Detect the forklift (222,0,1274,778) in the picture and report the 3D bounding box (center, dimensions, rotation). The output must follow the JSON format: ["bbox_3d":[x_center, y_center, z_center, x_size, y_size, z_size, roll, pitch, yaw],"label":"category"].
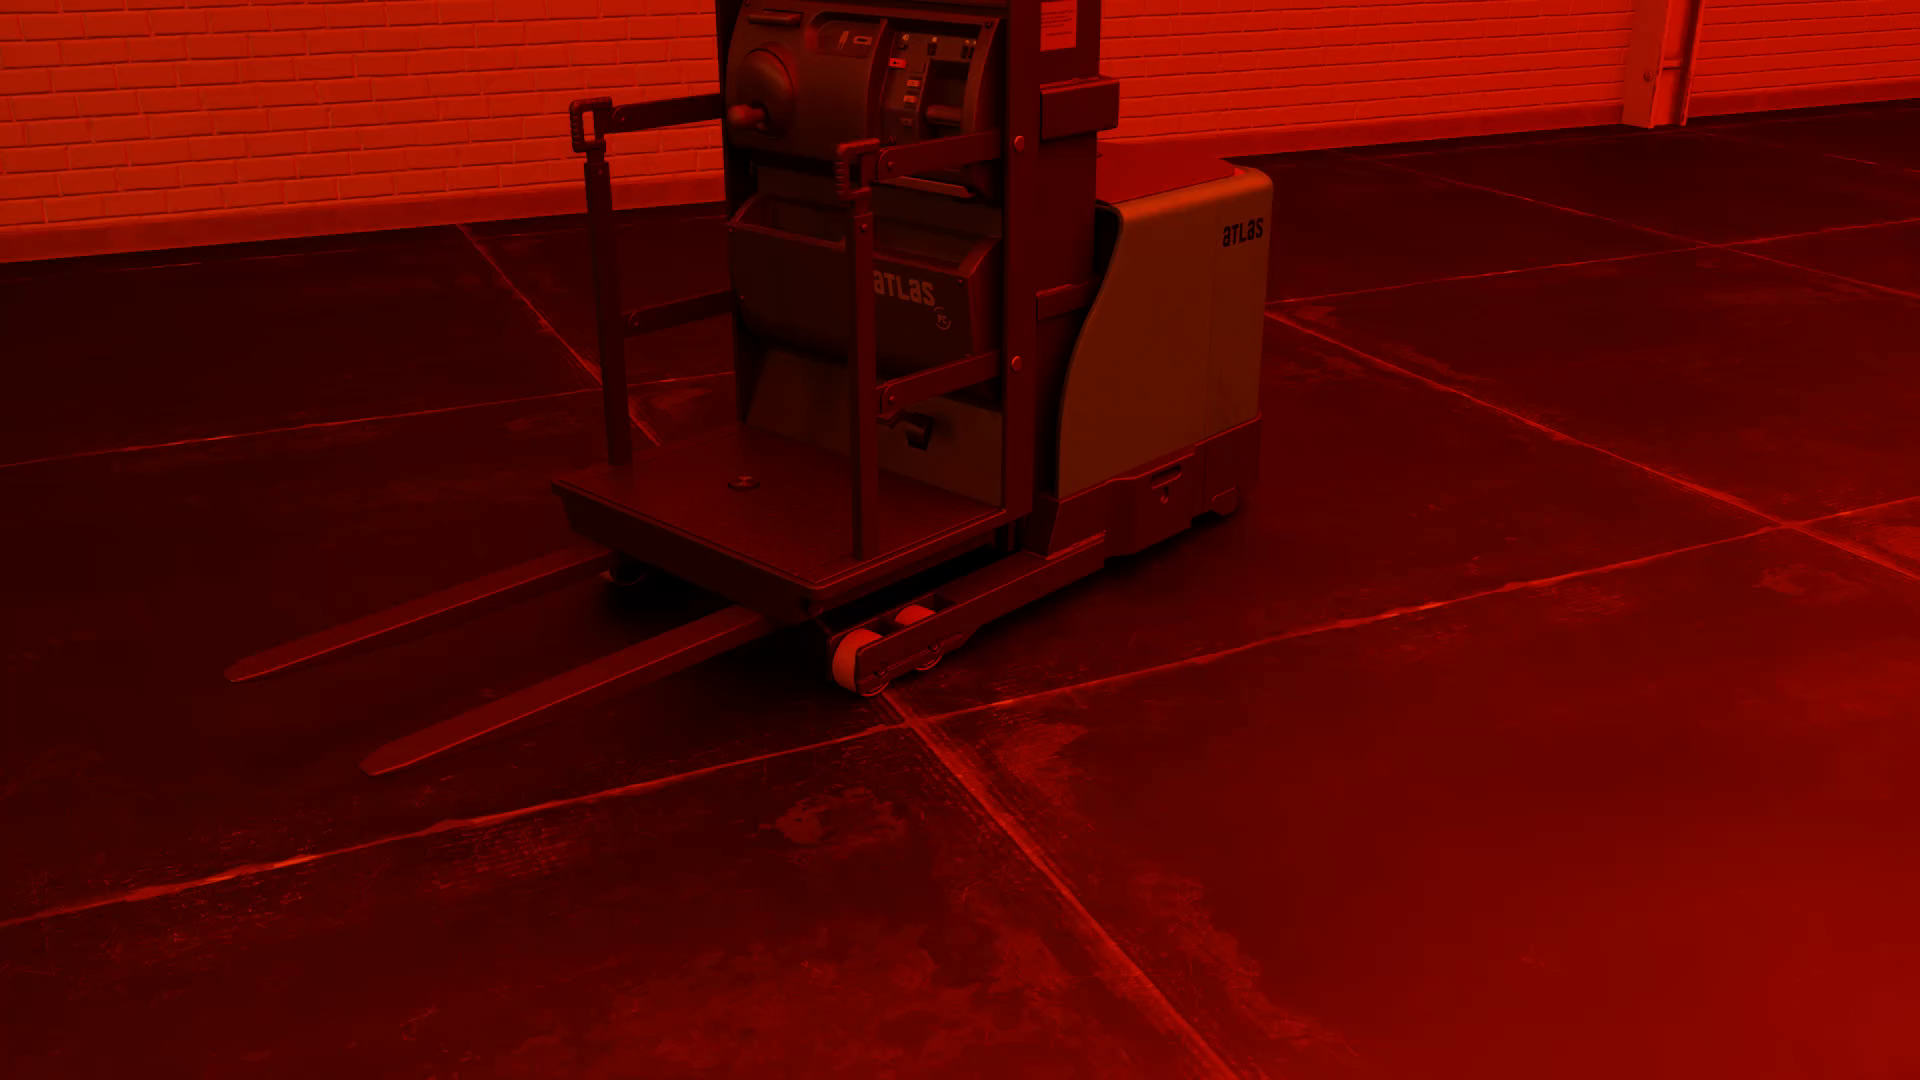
[{"bbox_3d":[-0.413,-1.182,4.131,1.130,2.935,3.031,19,29,39],"label":"forklift"}]
